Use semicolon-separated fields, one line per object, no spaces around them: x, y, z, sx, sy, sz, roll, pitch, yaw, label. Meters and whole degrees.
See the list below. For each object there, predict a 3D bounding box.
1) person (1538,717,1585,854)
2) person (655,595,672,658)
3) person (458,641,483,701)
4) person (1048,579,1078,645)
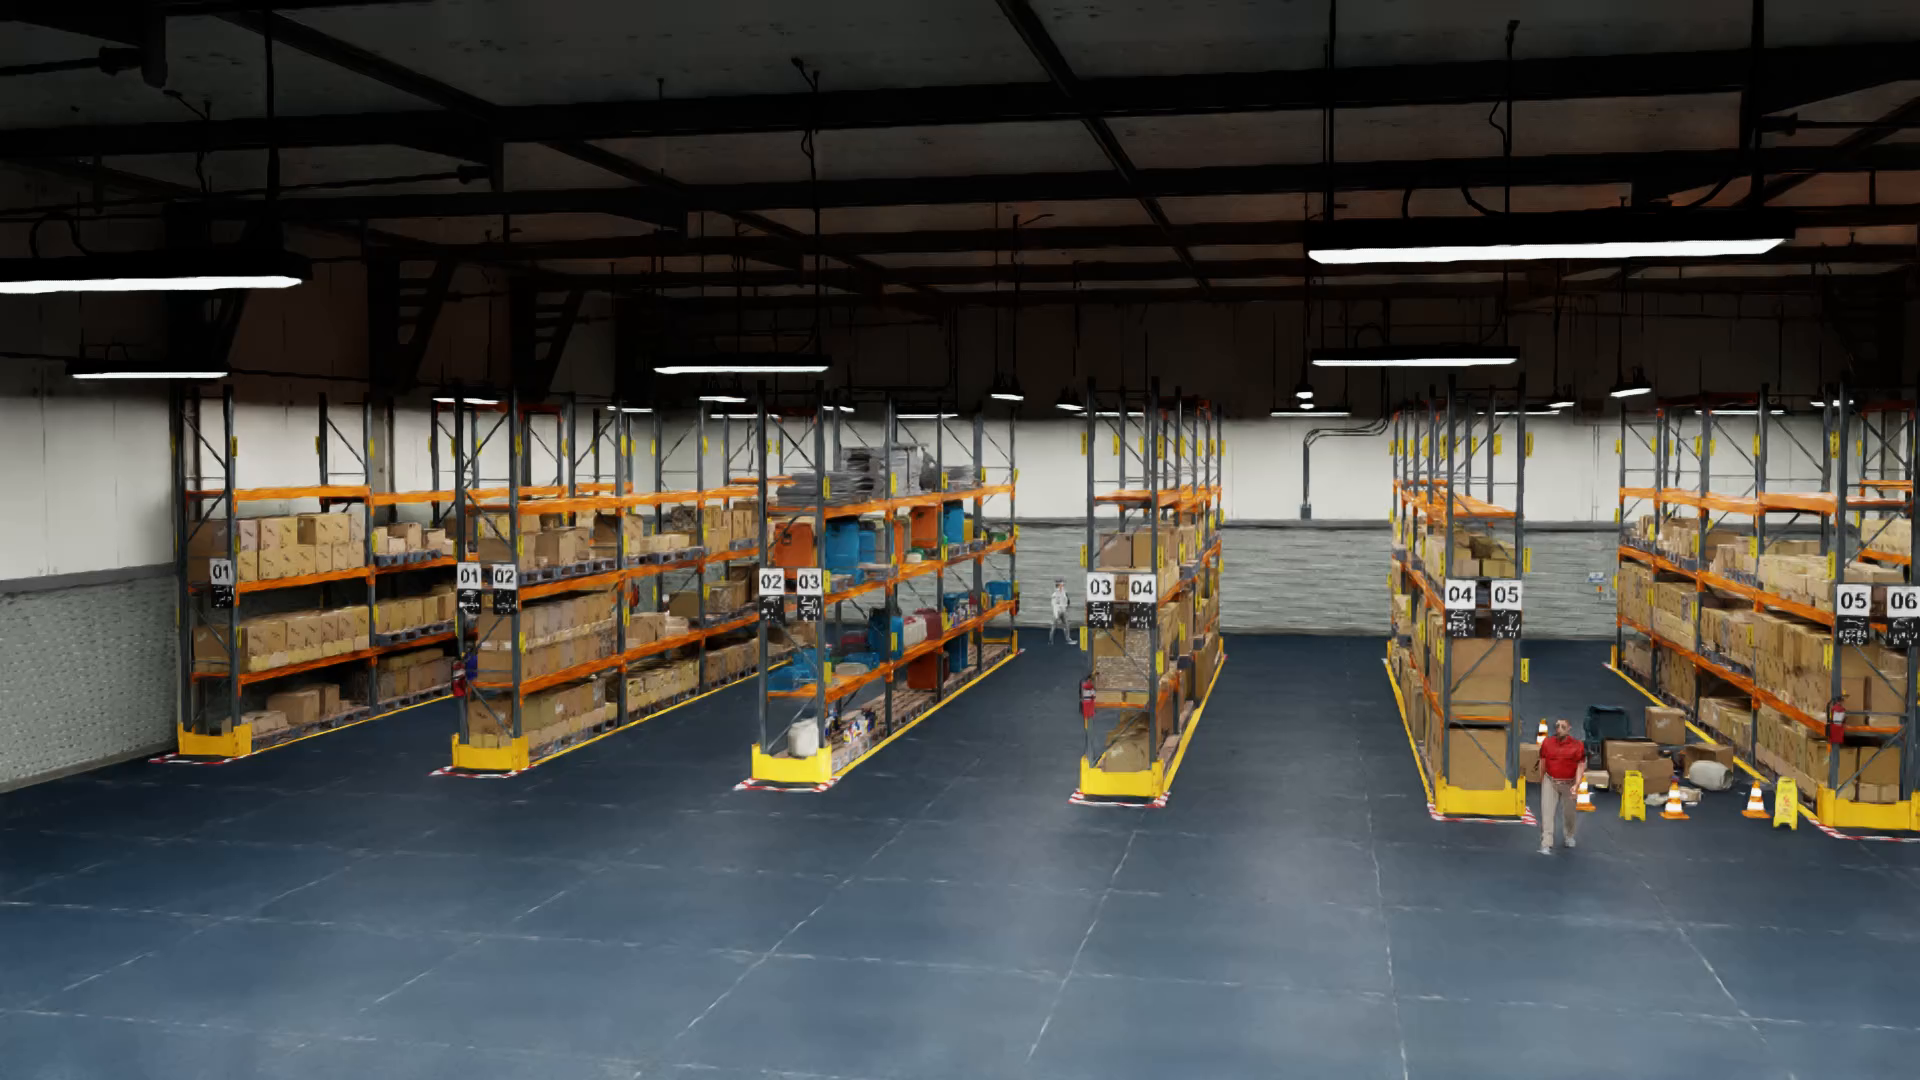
7.415;3.008;20.488;0.534;1.657;1.041;1;3;22;person
-6.552;2.069;37.256;0.719;1.714;0.578;1;3;11;person
-8.466;2.560;28.668;0.463;1.662;0.498;3;4;41;person
2.561;1.808;41.991;0.682;1.667;0.553;-3;4;-40;person
